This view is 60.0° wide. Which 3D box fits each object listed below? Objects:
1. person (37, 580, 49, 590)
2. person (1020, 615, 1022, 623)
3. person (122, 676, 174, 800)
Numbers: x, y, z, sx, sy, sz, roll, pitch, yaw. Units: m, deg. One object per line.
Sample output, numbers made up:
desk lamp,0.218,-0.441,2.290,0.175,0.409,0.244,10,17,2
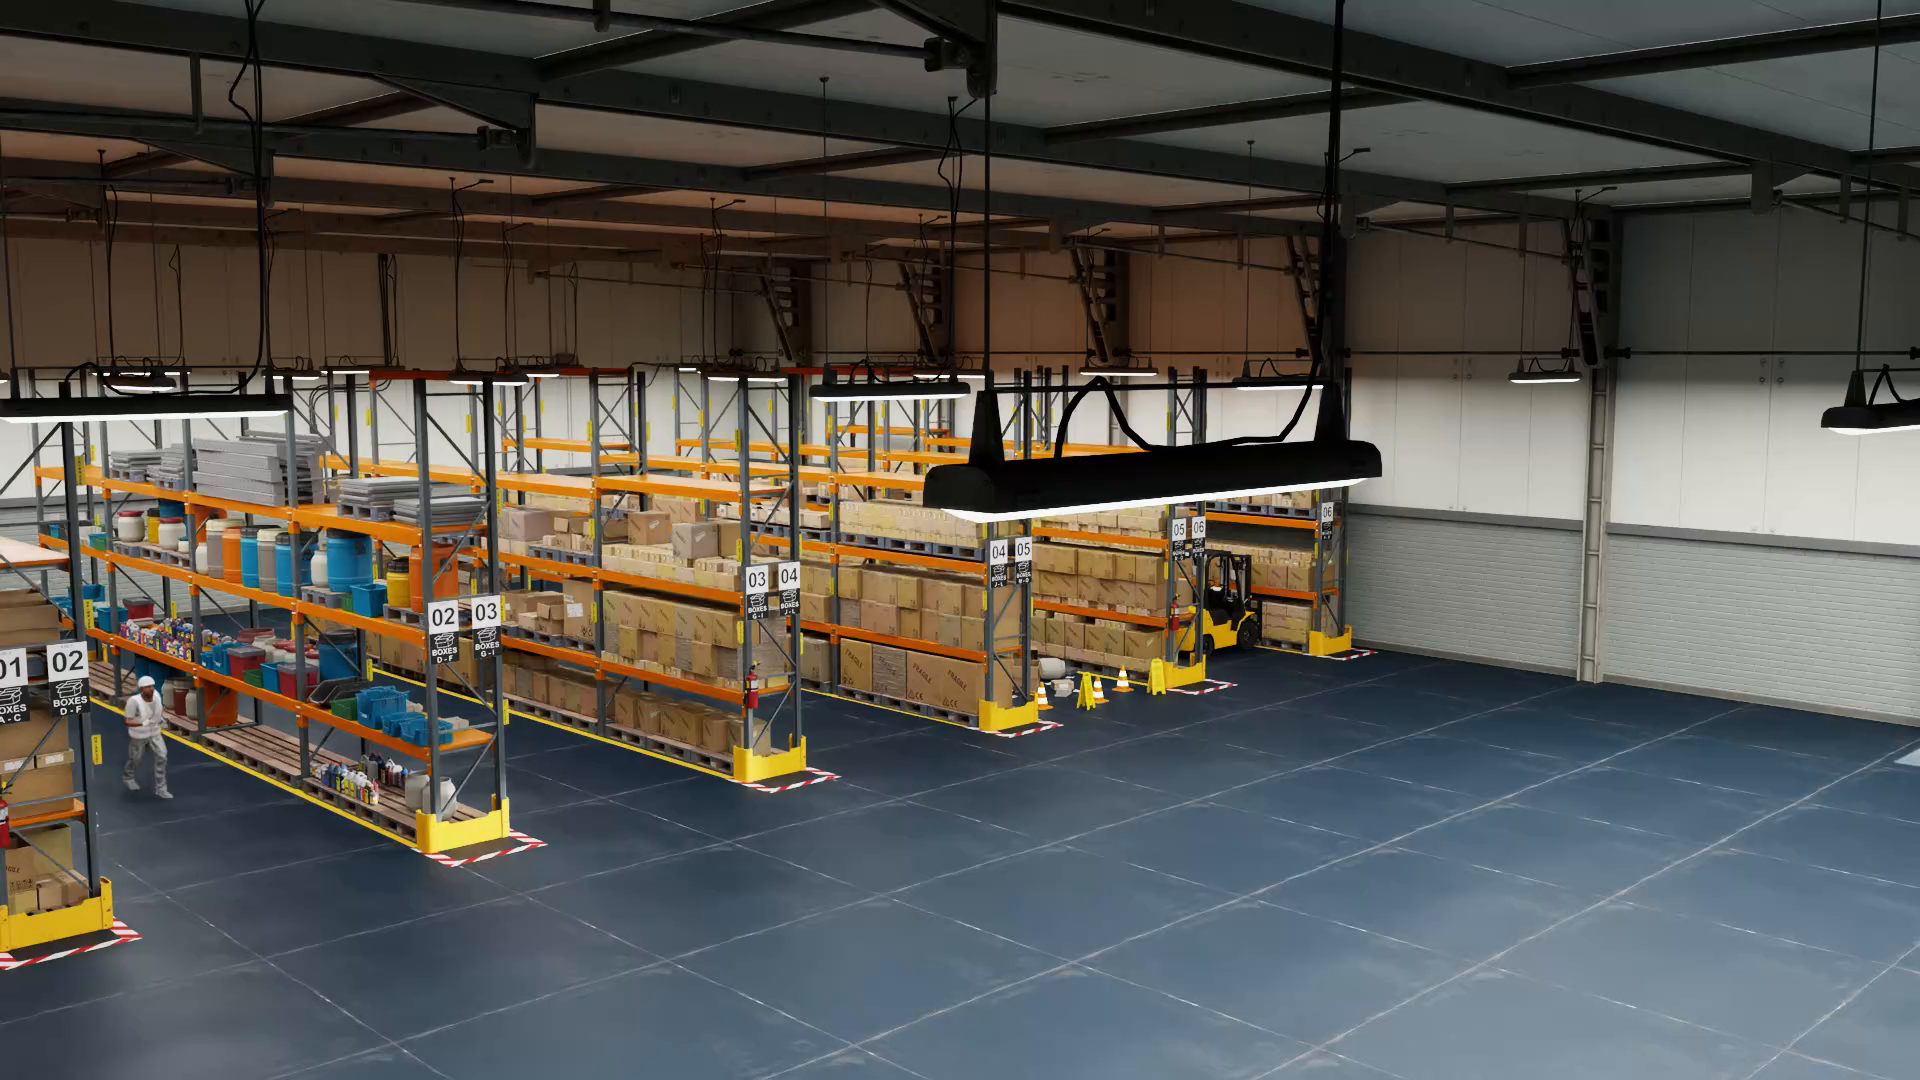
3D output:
person,-19.642,1.634,34.743,1.169,1.577,0.699,-1,7,-8
person,1.109,1.282,37.497,0.861,1.633,0.623,6,9,44
person,-11.596,2.787,23.652,1.009,1.767,0.711,4,8,34
